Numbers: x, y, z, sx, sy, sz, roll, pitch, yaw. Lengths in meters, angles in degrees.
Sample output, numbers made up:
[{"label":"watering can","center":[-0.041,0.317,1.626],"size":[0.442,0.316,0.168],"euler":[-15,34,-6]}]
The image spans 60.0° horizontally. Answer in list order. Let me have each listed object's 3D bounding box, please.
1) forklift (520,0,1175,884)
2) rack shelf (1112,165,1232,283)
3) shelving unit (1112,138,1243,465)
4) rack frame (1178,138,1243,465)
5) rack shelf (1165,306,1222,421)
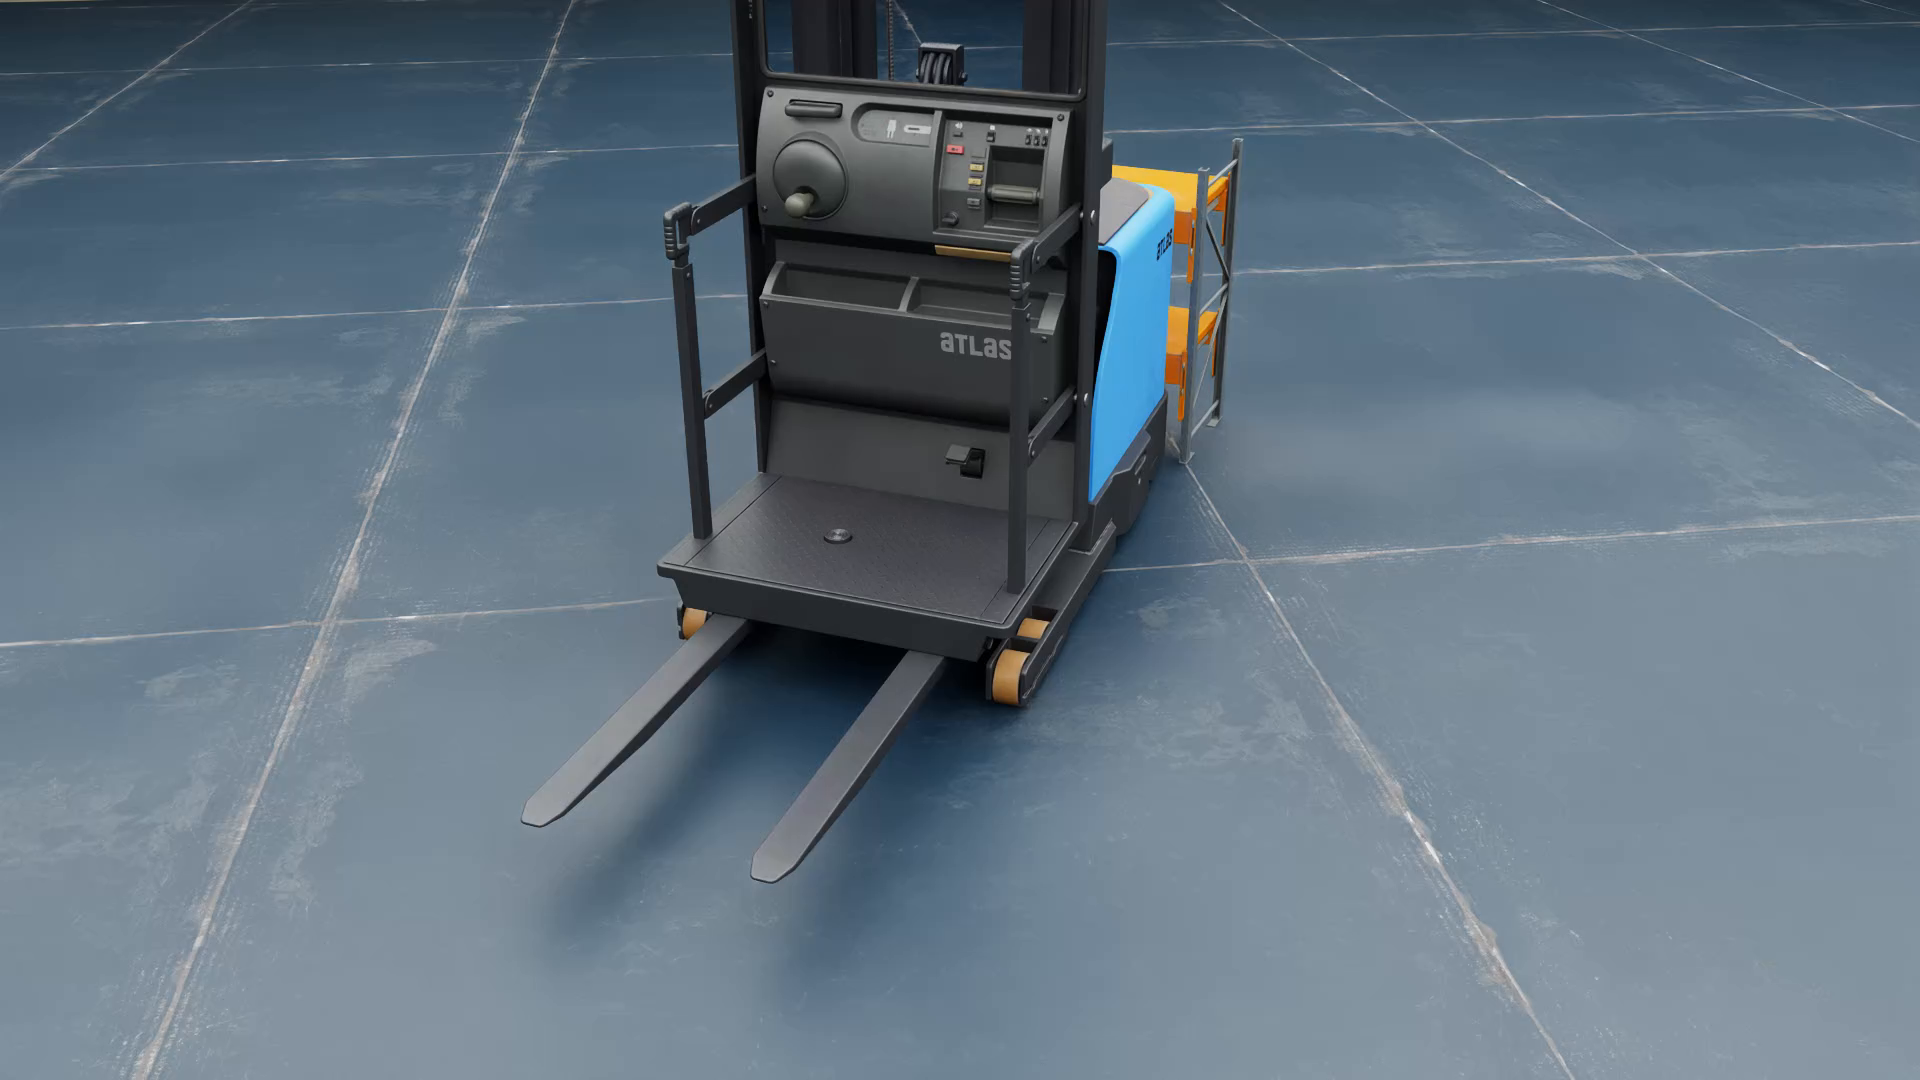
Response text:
[{"label":"forklift","center":[-0.216,-1.034,4.554],"size":[1.130,2.935,3.031],"euler":[9,29,18]},{"label":"rack shelf","center":[0.478,-1.245,6.304],"size":[1.000,0.278,0.538],"euler":[11,29,21]},{"label":"shelving unit","center":[0.478,-0.985,6.437],"size":[1.048,1.125,0.538],"euler":[11,29,21]},{"label":"rack frame","center":[0.944,-0.892,6.257],"size":[0.032,1.125,0.500],"euler":[11,29,21]},{"label":"rack shelf","center":[0.478,-0.767,6.549],"size":[1.000,0.278,0.538],"euler":[11,29,21]}]
